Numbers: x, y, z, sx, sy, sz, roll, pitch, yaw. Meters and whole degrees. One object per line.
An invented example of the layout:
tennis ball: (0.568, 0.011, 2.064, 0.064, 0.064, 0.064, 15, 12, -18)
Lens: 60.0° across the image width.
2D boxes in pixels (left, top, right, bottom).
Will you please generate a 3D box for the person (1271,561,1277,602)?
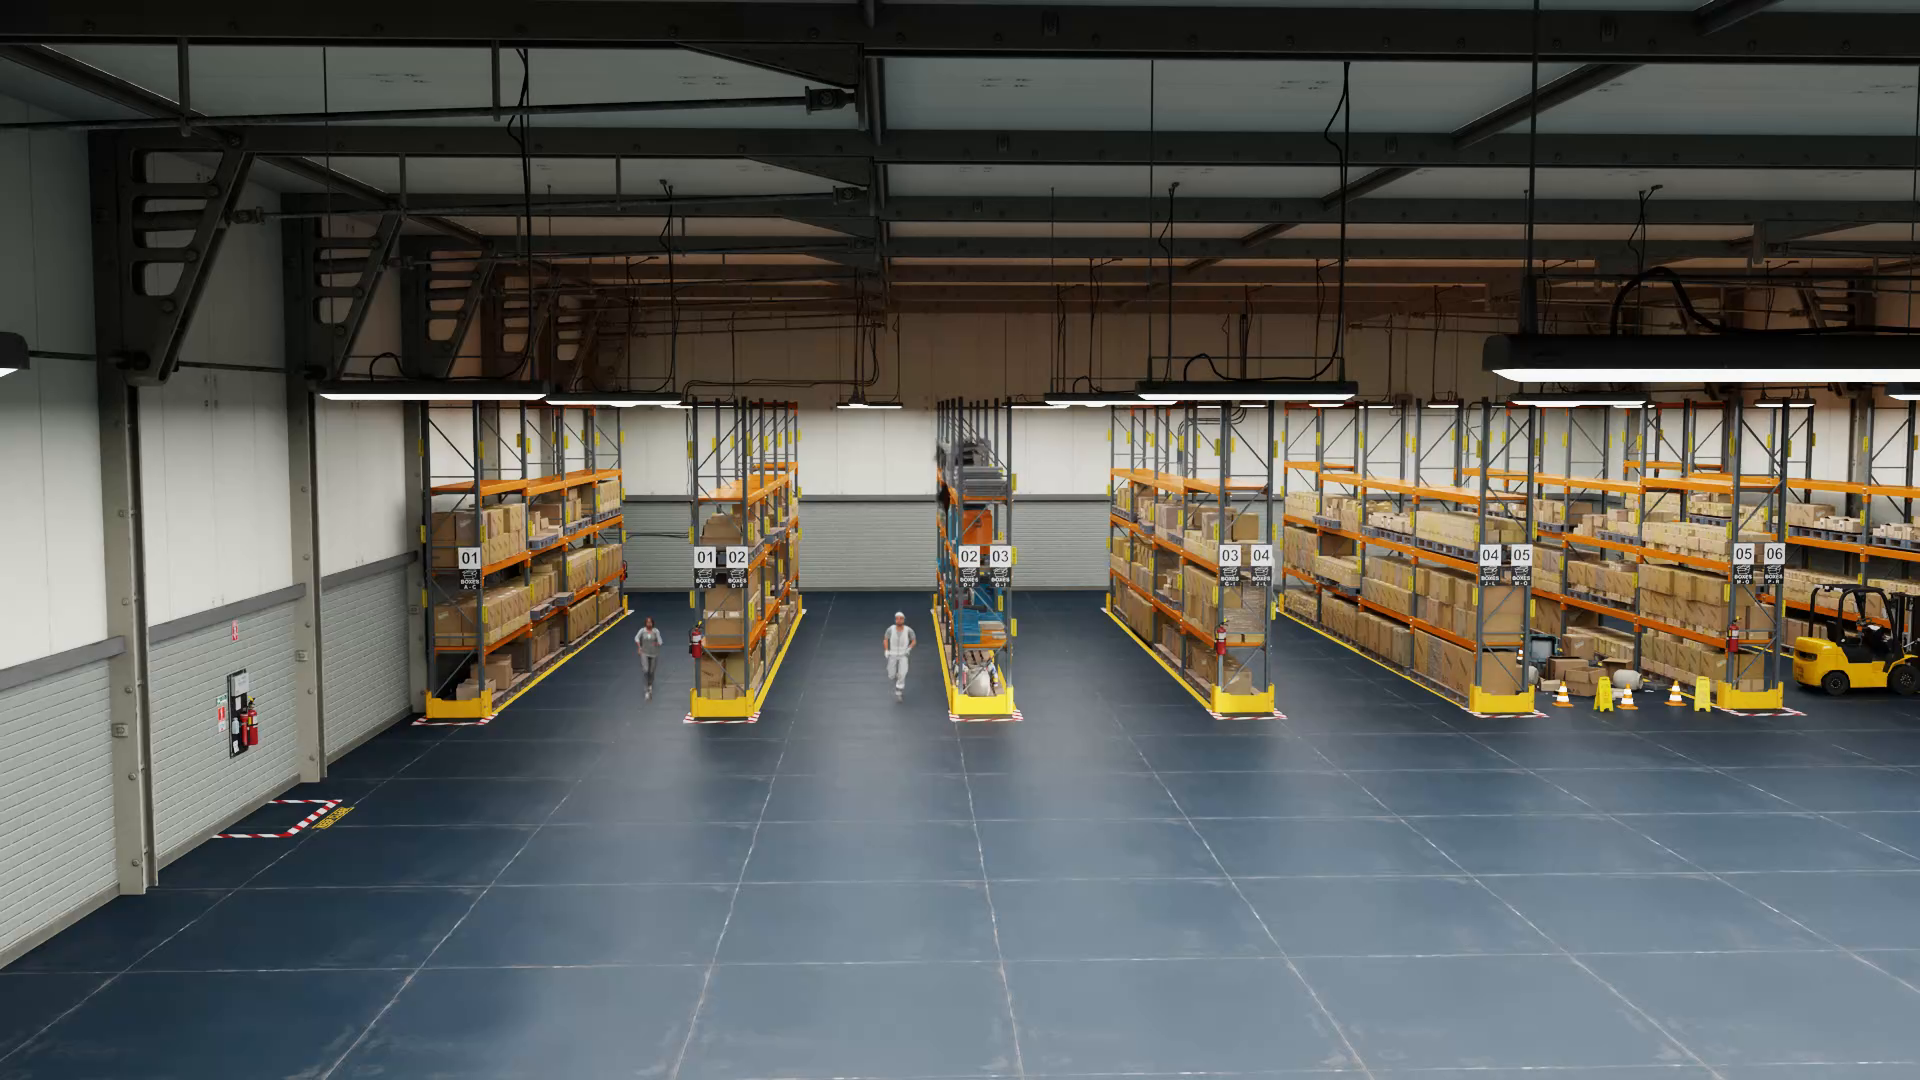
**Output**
person: (9.067, 1.103, 49.025, 0.766, 1.789, 0.828, -1, 5, -13)

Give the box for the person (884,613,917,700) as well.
person: (-1.198, 2.303, 33.194, 0.653, 1.732, 0.666, 1, 4, 7)

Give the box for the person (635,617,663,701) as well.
person: (-6.220, 2.348, 33.300, 0.528, 1.642, 0.764, -1, 5, -16)

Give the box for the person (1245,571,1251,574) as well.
person: (8.004, 1.245, 46.490, 0.663, 1.816, 0.867, 1, 4, 10)
